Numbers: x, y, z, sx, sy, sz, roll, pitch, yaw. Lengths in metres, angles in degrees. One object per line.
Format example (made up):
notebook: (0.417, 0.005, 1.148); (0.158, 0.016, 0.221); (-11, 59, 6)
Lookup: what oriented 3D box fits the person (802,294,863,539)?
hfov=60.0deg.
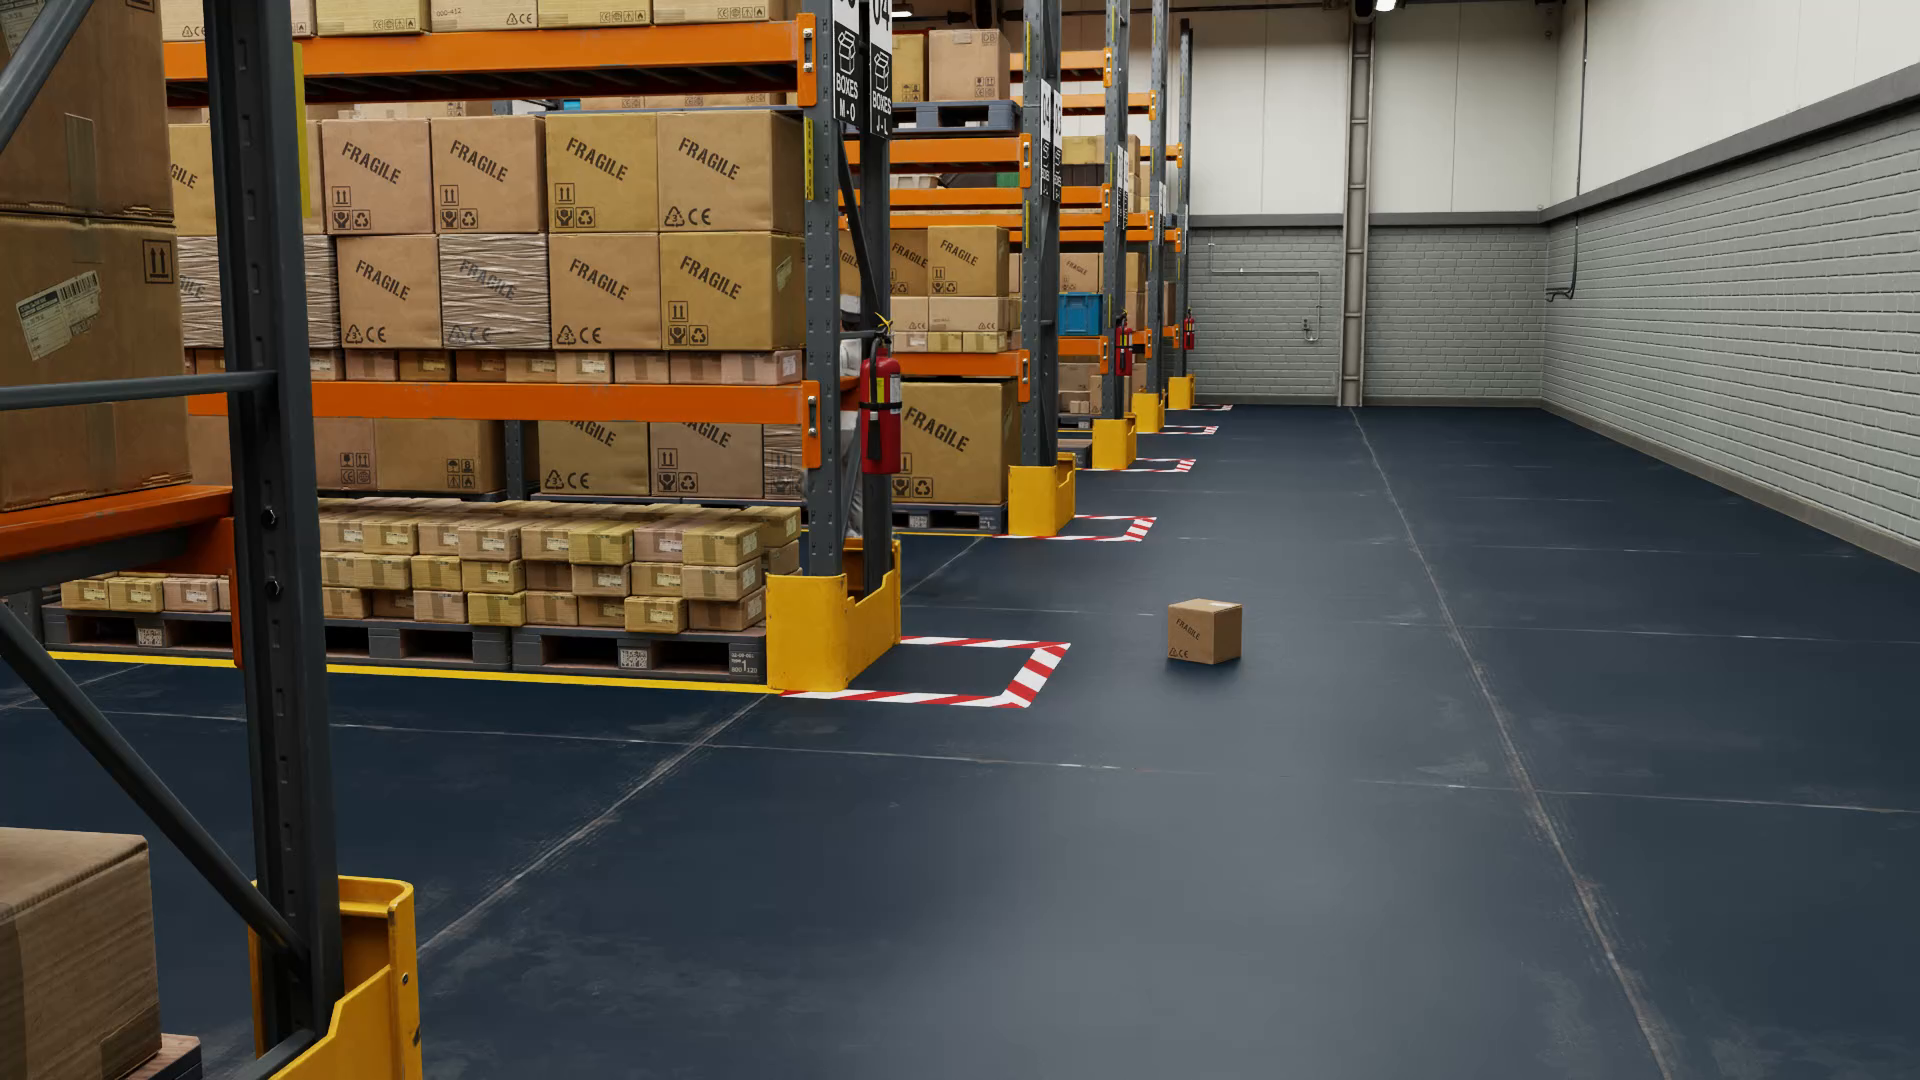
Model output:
person: (-0.696, -0.631, 9.998); (0.443, 1.682, 0.502); (8, 11, 44)
